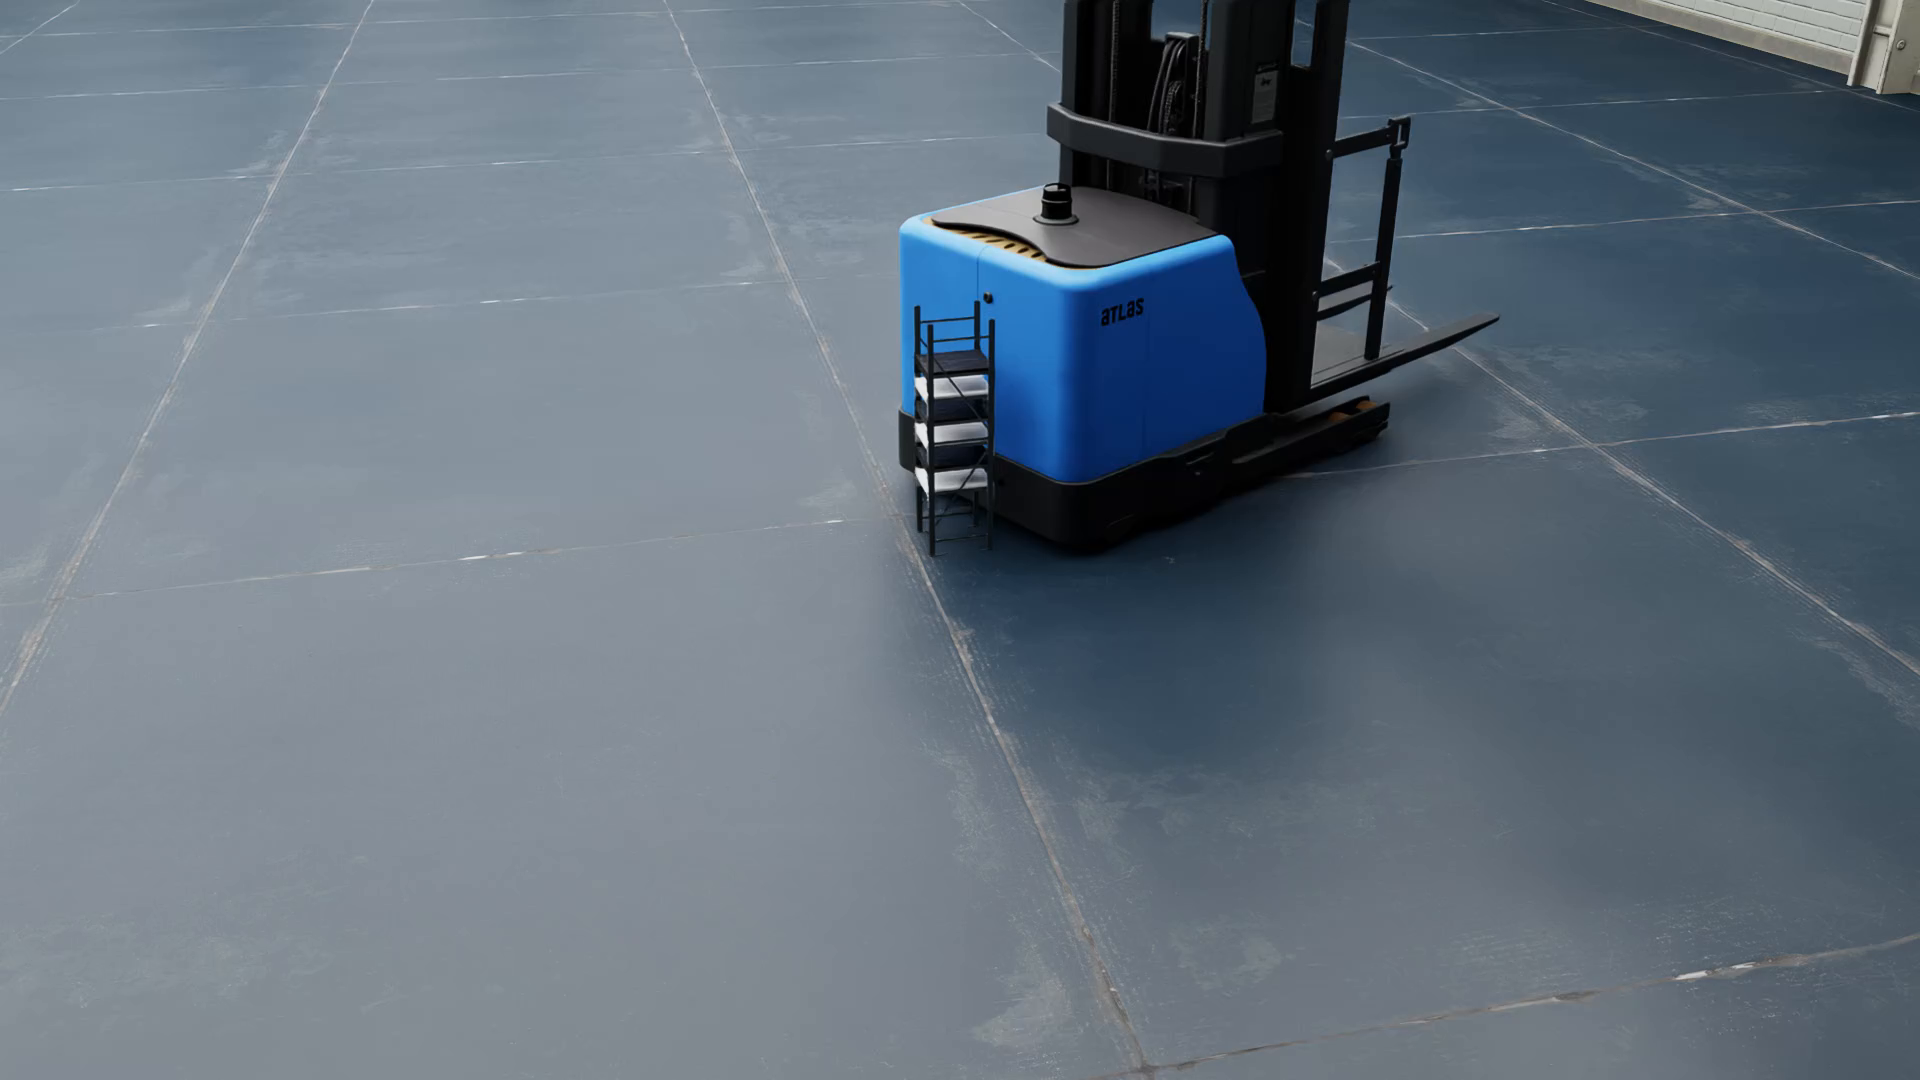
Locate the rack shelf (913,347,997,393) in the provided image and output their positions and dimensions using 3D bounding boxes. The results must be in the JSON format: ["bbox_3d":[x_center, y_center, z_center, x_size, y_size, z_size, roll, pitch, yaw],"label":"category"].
[{"bbox_3d":[-0.021,-0.608,5.930,0.258,0.077,0.200,-6,27,-13],"label":"rack shelf"}]

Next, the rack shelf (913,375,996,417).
[{"bbox_3d":[-0.021,-0.527,5.970,0.258,0.077,0.200,-6,27,-13],"label":"rack shelf"}]

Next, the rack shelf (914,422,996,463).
[{"bbox_3d":[-0.021,-0.367,6.051,0.258,0.077,0.200,-6,27,-13],"label":"rack shelf"}]

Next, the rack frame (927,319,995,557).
[{"bbox_3d":[0.004,-0.352,5.948,0.240,0.900,0.006,-6,27,-13],"label":"rack frame"}]

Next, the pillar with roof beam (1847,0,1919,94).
[{"bbox_3d":[3.289,-7.257,10.641,9.100,9.000,0.400,-6,27,-12],"label":"pillar with roof beam"}]

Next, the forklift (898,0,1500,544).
[{"bbox_3d":[1.196,-1.836,6.634,3.031,2.935,1.130,-22,34,-36],"label":"forklift"}]

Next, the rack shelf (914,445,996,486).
[{"bbox_3d":[-0.021,-0.286,6.092,0.258,0.077,0.200,-6,27,-13],"label":"rack shelf"}]

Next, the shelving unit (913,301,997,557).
[{"bbox_3d":[-0.021,-0.396,6.036,0.258,0.900,0.210,-6,27,-13],"label":"shelving unit"}]

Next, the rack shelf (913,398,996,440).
[{"bbox_3d":[-0.021,-0.447,6.011,0.258,0.077,0.200,-6,27,-13],"label":"rack shelf"}]

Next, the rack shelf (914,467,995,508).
[{"bbox_3d":[-0.021,-0.206,6.133,0.258,0.077,0.200,-6,27,-13],"label":"rack shelf"}]

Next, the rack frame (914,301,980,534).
[{"bbox_3d":[-0.046,-0.441,6.125,0.240,0.900,0.006,-6,27,-13],"label":"rack frame"}]
